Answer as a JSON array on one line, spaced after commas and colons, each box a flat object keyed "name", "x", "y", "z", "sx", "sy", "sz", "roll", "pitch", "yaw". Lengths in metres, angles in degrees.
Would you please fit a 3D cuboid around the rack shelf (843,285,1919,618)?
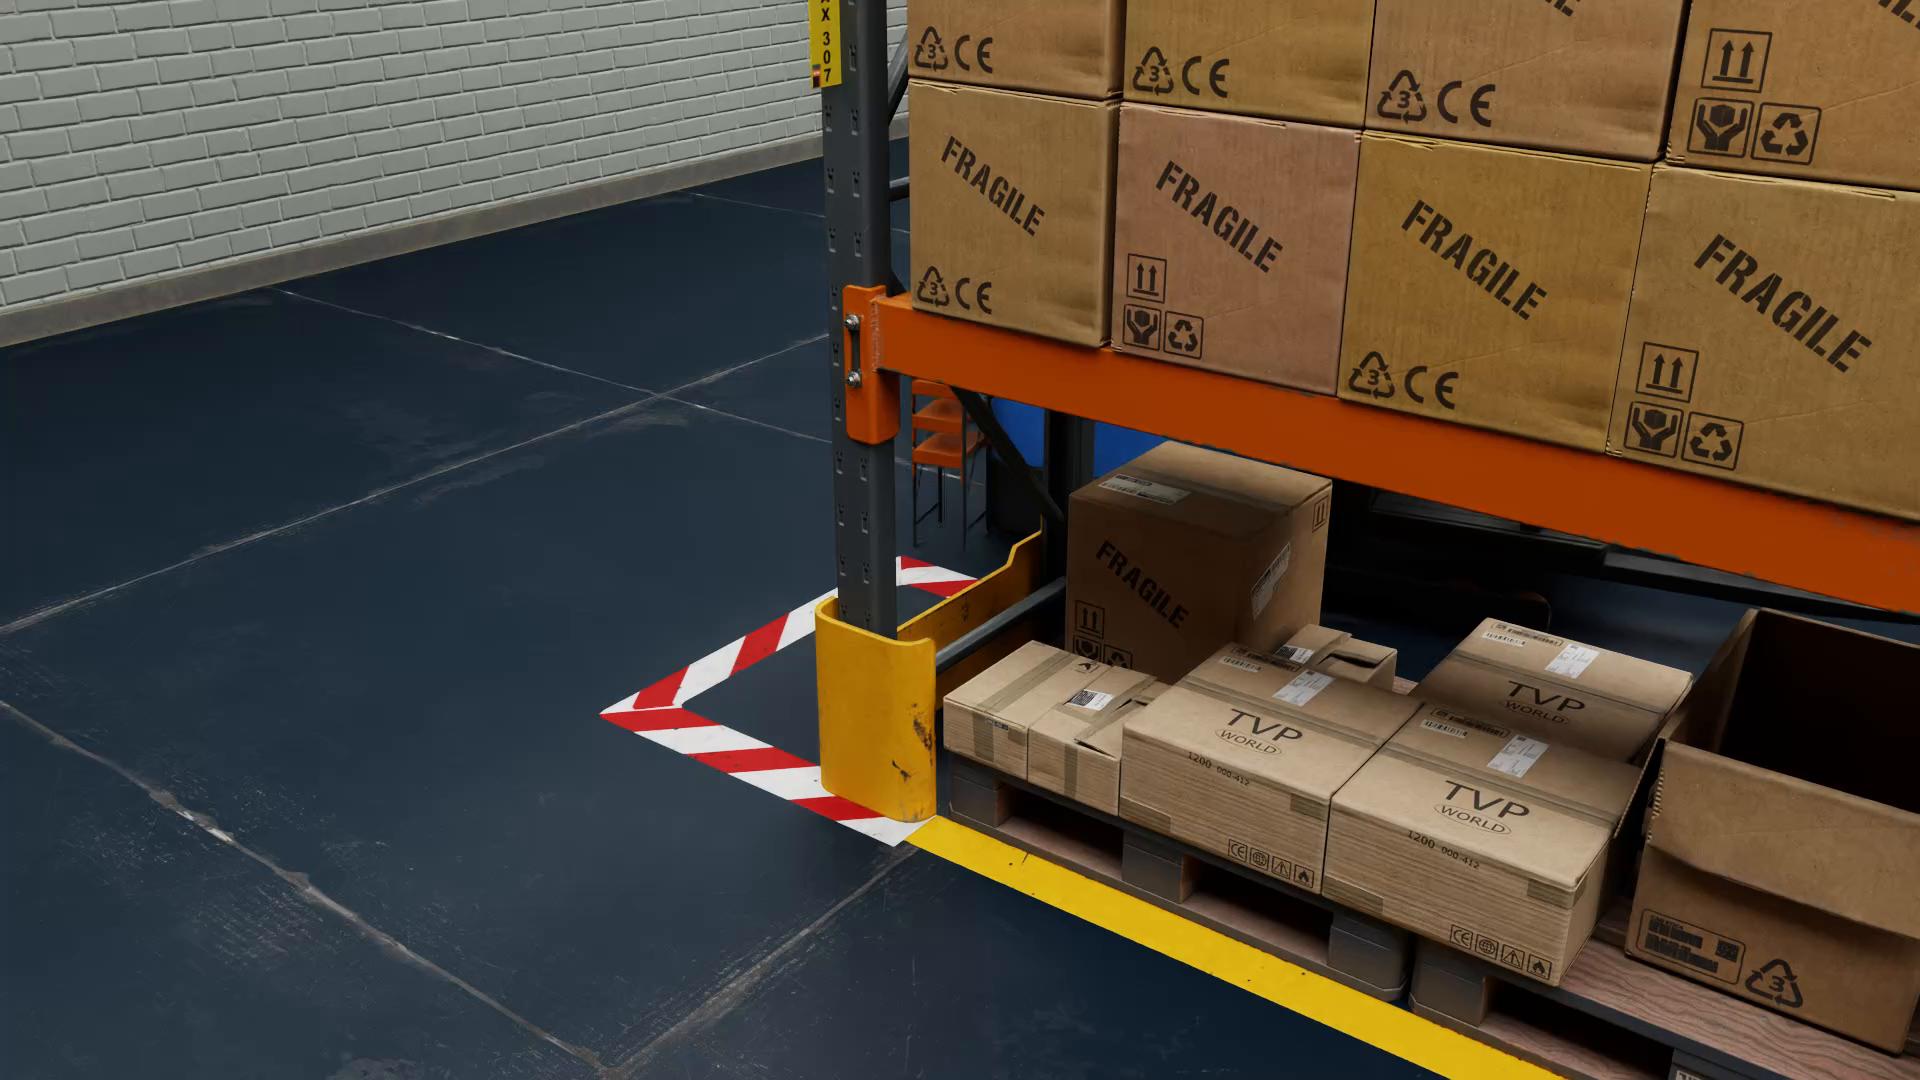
[{"name": "rack shelf", "x": 1.641, "y": -0.092, "z": 3.130, "sx": 4.000, "sy": 0.370, "sz": 1.077, "roll": 17, "pitch": 29, "yaw": 33}]

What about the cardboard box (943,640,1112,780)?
[{"name": "cardboard box", "x": 0.170, "y": 0.411, "z": 4.087, "sx": 0.250, "sy": 0.149, "sz": 0.380, "roll": 17, "pitch": 29, "yaw": 33}]

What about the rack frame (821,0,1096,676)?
[{"name": "rack frame", "x": 0.041, "y": -0.904, "z": 4.082, "sx": 0.127, "sy": 3.000, "sz": 1.000, "roll": 17, "pitch": 29, "yaw": 33}]

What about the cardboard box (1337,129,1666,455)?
[{"name": "cardboard box", "x": 1.054, "y": -0.512, "z": 3.069, "sx": 0.500, "sy": 0.500, "sz": 0.500, "roll": 17, "pitch": 29, "yaw": 33}]

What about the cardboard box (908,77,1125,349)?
[{"name": "cardboard box", "x": 0.238, "y": -0.758, "z": 3.626, "sx": 0.500, "sy": 0.500, "sz": 0.500, "roll": 18, "pitch": 29, "yaw": 34}]

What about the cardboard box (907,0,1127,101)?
[{"name": "cardboard box", "x": 0.238, "y": -1.215, "z": 3.424, "sx": 0.500, "sy": 0.500, "sz": 0.500, "roll": 18, "pitch": 29, "yaw": 35}]

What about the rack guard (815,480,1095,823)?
[{"name": "rack guard", "x": 0.102, "y": 0.258, "z": 4.545, "sx": 0.348, "sy": 0.500, "sz": 1.175, "roll": 17, "pitch": 29, "yaw": 33}]

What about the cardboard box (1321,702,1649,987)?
[{"name": "cardboard box", "x": 1.106, "y": 0.617, "z": 3.493, "sx": 0.500, "sy": 0.250, "sz": 0.500, "roll": 17, "pitch": 29, "yaw": 33}]

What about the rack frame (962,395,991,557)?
[{"name": "rack frame", "x": 0.056, "y": -0.537, "z": 5.481, "sx": 0.006, "sy": 1.200, "sz": 0.240, "roll": 10, "pitch": 26, "yaw": 21}]

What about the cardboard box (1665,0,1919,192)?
[{"name": "cardboard box", "x": 1.465, "y": -0.846, "z": 2.586, "sx": 0.500, "sy": 0.500, "sz": 0.500, "roll": 17, "pitch": 29, "yaw": 33}]

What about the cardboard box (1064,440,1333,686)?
[{"name": "cardboard box", "x": 0.624, "y": 0.090, "z": 4.380, "sx": 0.500, "sy": 0.500, "sz": 0.500, "roll": 17, "pitch": 29, "yaw": 33}]

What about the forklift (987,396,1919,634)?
[{"name": "forklift", "x": 1.653, "y": -1.266, "z": 4.988, "sx": 3.031, "sy": 2.935, "sz": 1.130, "roll": 10, "pitch": 26, "yaw": 22}]

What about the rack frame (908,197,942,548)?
[{"name": "rack frame", "x": -0.113, "y": -0.566, "z": 5.546, "sx": 0.006, "sy": 1.200, "sz": 0.240, "roll": 10, "pitch": 26, "yaw": 21}]

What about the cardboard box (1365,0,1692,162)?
[{"name": "cardboard box", "x": 1.058, "y": -0.969, "z": 2.864, "sx": 0.500, "sy": 0.500, "sz": 0.500, "roll": 17, "pitch": 29, "yaw": 34}]

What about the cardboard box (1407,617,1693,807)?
[{"name": "cardboard box", "x": 1.366, "y": 0.444, "z": 3.887, "sx": 0.500, "sy": 0.250, "sz": 0.500, "roll": 17, "pitch": 29, "yaw": 33}]

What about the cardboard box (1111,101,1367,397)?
[{"name": "cardboard box", "x": 0.654, "y": -0.635, "z": 3.346, "sx": 0.500, "sy": 0.500, "sz": 0.500, "roll": 16, "pitch": 29, "yaw": 33}]

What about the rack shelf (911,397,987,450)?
[{"name": "rack shelf", "x": -0.028, "y": -0.401, "z": 5.580, "sx": 0.180, "sy": 0.103, "sz": 0.258, "roll": 10, "pitch": 26, "yaw": 21}]

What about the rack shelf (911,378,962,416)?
[{"name": "rack shelf", "x": -0.028, "y": -0.511, "z": 5.531, "sx": 0.180, "sy": 0.103, "sz": 0.258, "roll": 10, "pitch": 26, "yaw": 21}]

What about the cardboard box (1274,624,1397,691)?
[{"name": "cardboard box", "x": 0.894, "y": 0.370, "z": 4.159, "sx": 0.250, "sy": 0.166, "sz": 0.380, "roll": 17, "pitch": 29, "yaw": 33}]

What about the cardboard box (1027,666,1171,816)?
[{"name": "cardboard box", "x": 0.370, "y": 0.463, "z": 3.946, "sx": 0.250, "sy": 0.166, "sz": 0.380, "roll": 17, "pitch": 29, "yaw": 33}]

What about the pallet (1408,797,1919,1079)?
[{"name": "pallet", "x": 1.712, "y": 0.878, "z": 3.496, "sx": 1.213, "sy": 0.211, "sz": 1.003, "roll": 17, "pitch": 29, "yaw": 33}]

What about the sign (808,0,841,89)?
[{"name": "sign", "x": -0.285, "y": -1.125, "z": 3.510, "sx": 0.005, "sy": 0.325, "sz": 0.100, "roll": 17, "pitch": 29, "yaw": 33}]

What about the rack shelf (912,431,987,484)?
[{"name": "rack shelf", "x": -0.028, "y": -0.291, "z": 5.628, "sx": 0.180, "sy": 0.103, "sz": 0.258, "roll": 10, "pitch": 26, "yaw": 21}]

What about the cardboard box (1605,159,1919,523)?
[{"name": "cardboard box", "x": 1.453, "y": -0.391, "z": 2.793, "sx": 0.500, "sy": 0.500, "sz": 0.500, "roll": 17, "pitch": 29, "yaw": 34}]

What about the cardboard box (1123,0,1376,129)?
[{"name": "cardboard box", "x": 0.661, "y": -1.091, "z": 3.143, "sx": 0.500, "sy": 0.500, "sz": 0.500, "roll": 17, "pitch": 29, "yaw": 34}]

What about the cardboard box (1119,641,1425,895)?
[{"name": "cardboard box", "x": 0.706, "y": 0.497, "z": 3.767, "sx": 0.500, "sy": 0.250, "sz": 0.500, "roll": 17, "pitch": 29, "yaw": 33}]

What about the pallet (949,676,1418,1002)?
[{"name": "pallet", "x": 0.740, "y": 0.583, "z": 4.166, "sx": 1.213, "sy": 0.211, "sz": 1.003, "roll": 17, "pitch": 29, "yaw": 33}]

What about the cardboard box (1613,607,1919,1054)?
[{"name": "cardboard box", "x": 1.735, "y": 0.551, "z": 3.329, "sx": 0.637, "sy": 0.503, "sz": 0.797, "roll": 17, "pitch": 29, "yaw": 33}]

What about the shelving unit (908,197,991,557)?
[{"name": "shelving unit", "x": -0.028, "y": -0.551, "z": 5.513, "sx": 0.189, "sy": 1.200, "sz": 0.258, "roll": 10, "pitch": 26, "yaw": 21}]
